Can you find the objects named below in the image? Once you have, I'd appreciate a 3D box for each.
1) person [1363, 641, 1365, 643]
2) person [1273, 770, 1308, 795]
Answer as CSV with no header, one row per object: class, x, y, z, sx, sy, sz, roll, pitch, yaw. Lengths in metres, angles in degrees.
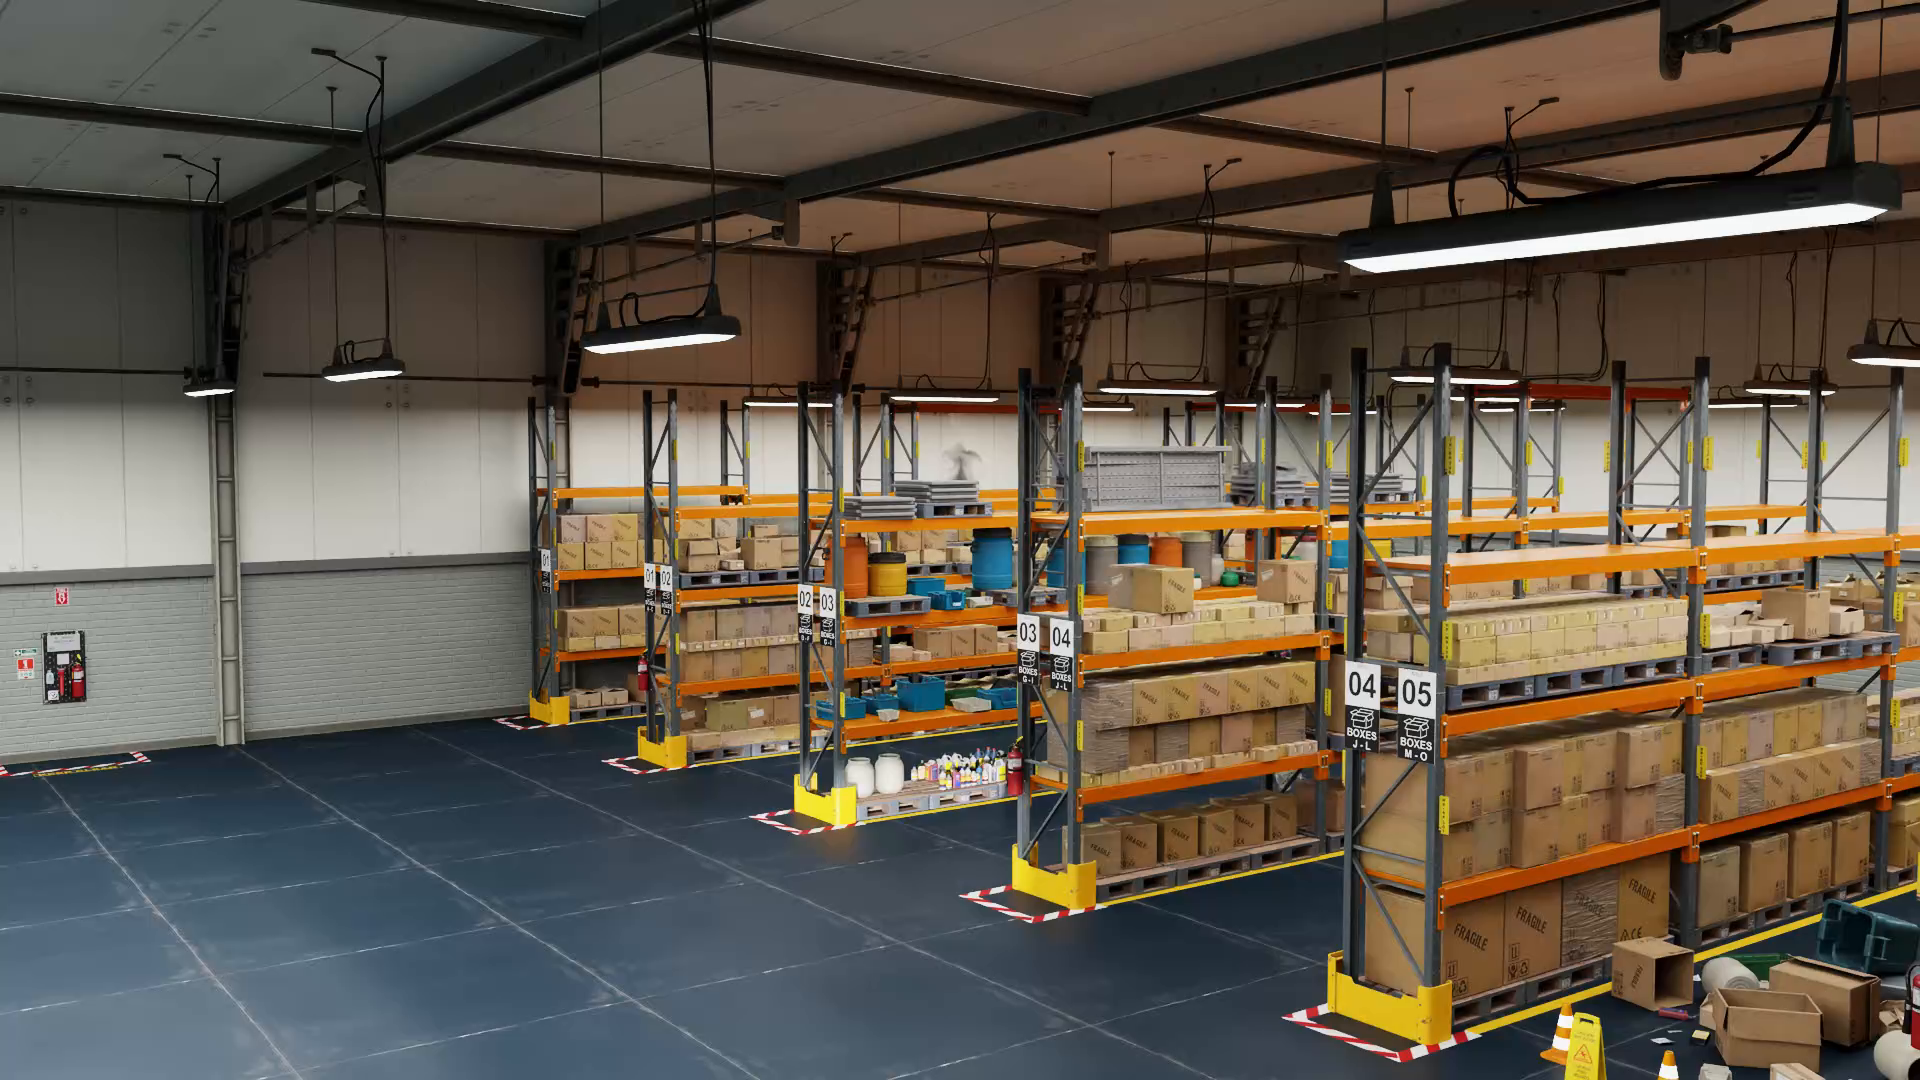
person,8.126,2.303,33.791,0.691,1.815,0.618,3,5,42
person,4.651,2.913,23.419,0.622,1.742,0.692,-2,4,-36
